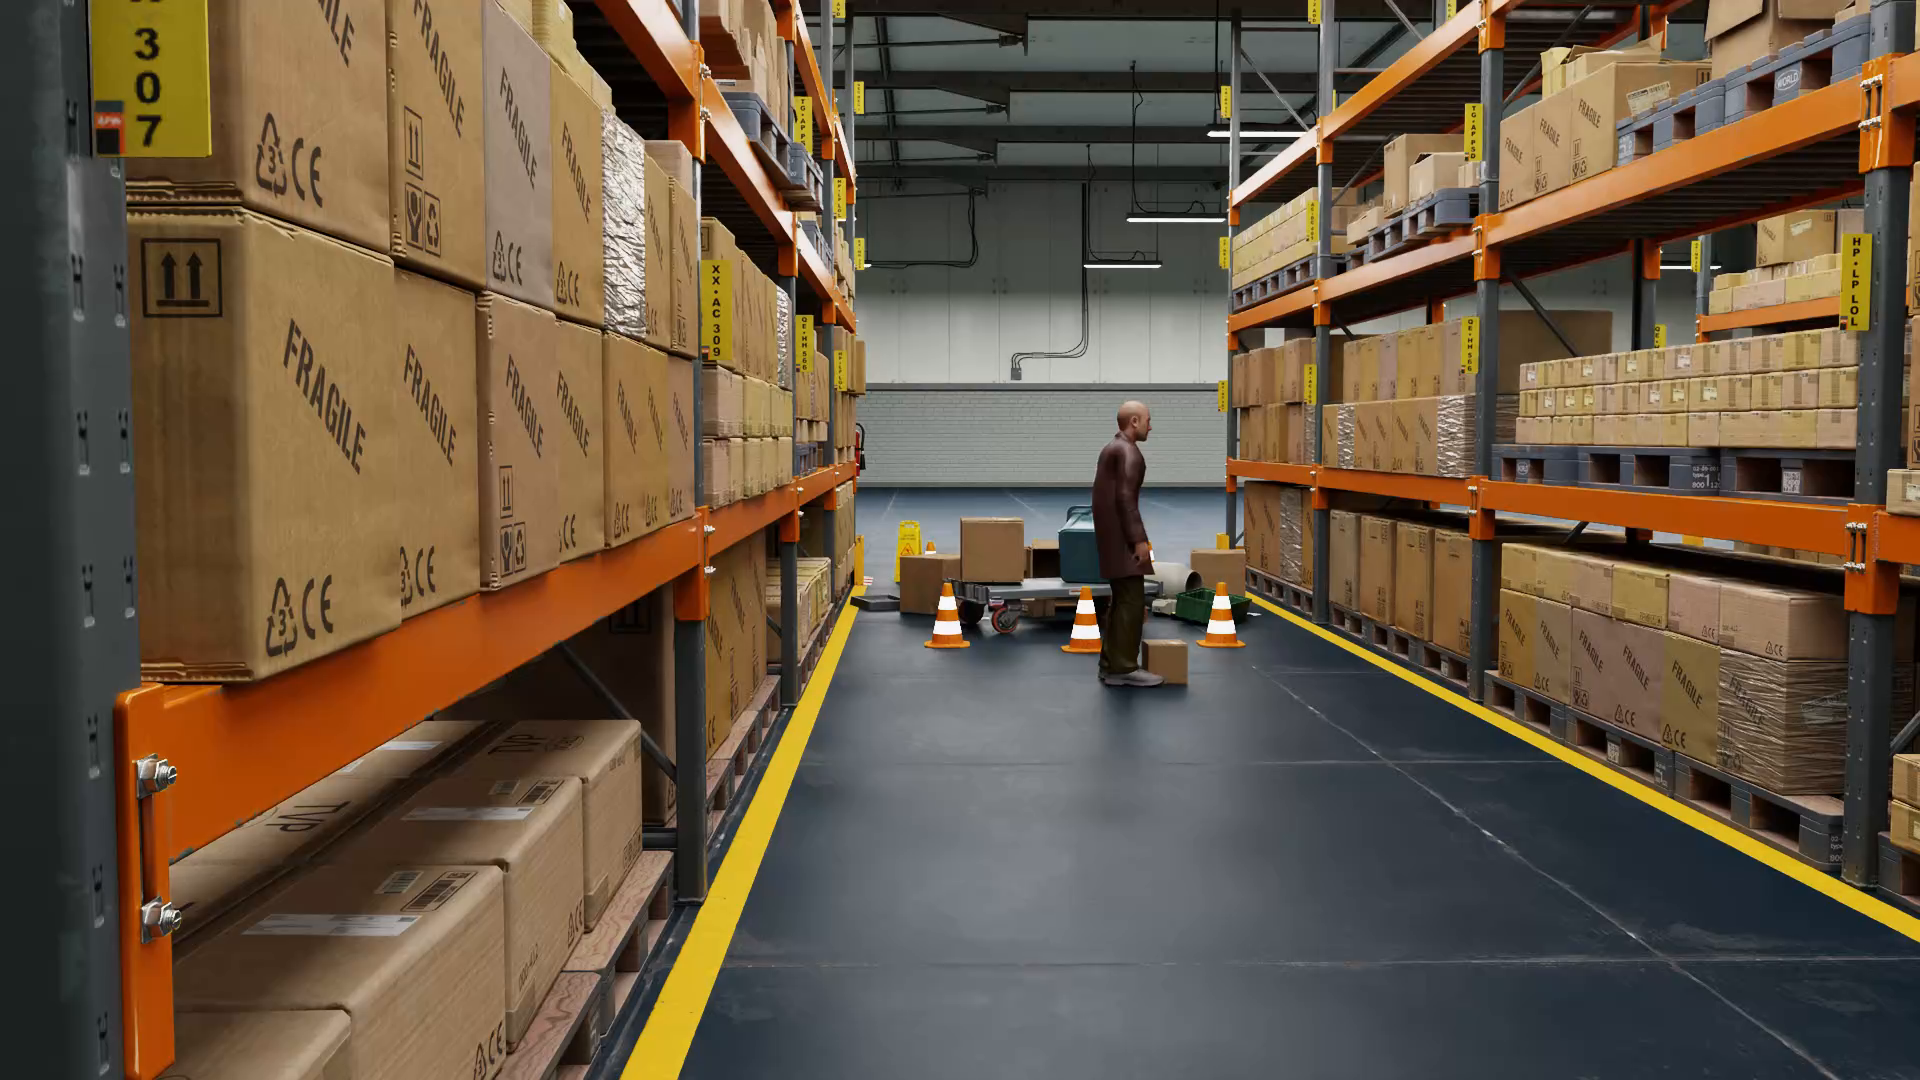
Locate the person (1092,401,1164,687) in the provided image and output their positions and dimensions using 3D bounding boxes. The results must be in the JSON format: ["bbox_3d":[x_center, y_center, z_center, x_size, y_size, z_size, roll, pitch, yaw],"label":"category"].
[{"bbox_3d":[1.050,0.010,10.522,0.418,1.774,0.656,0,4,-4],"label":"person"}]
